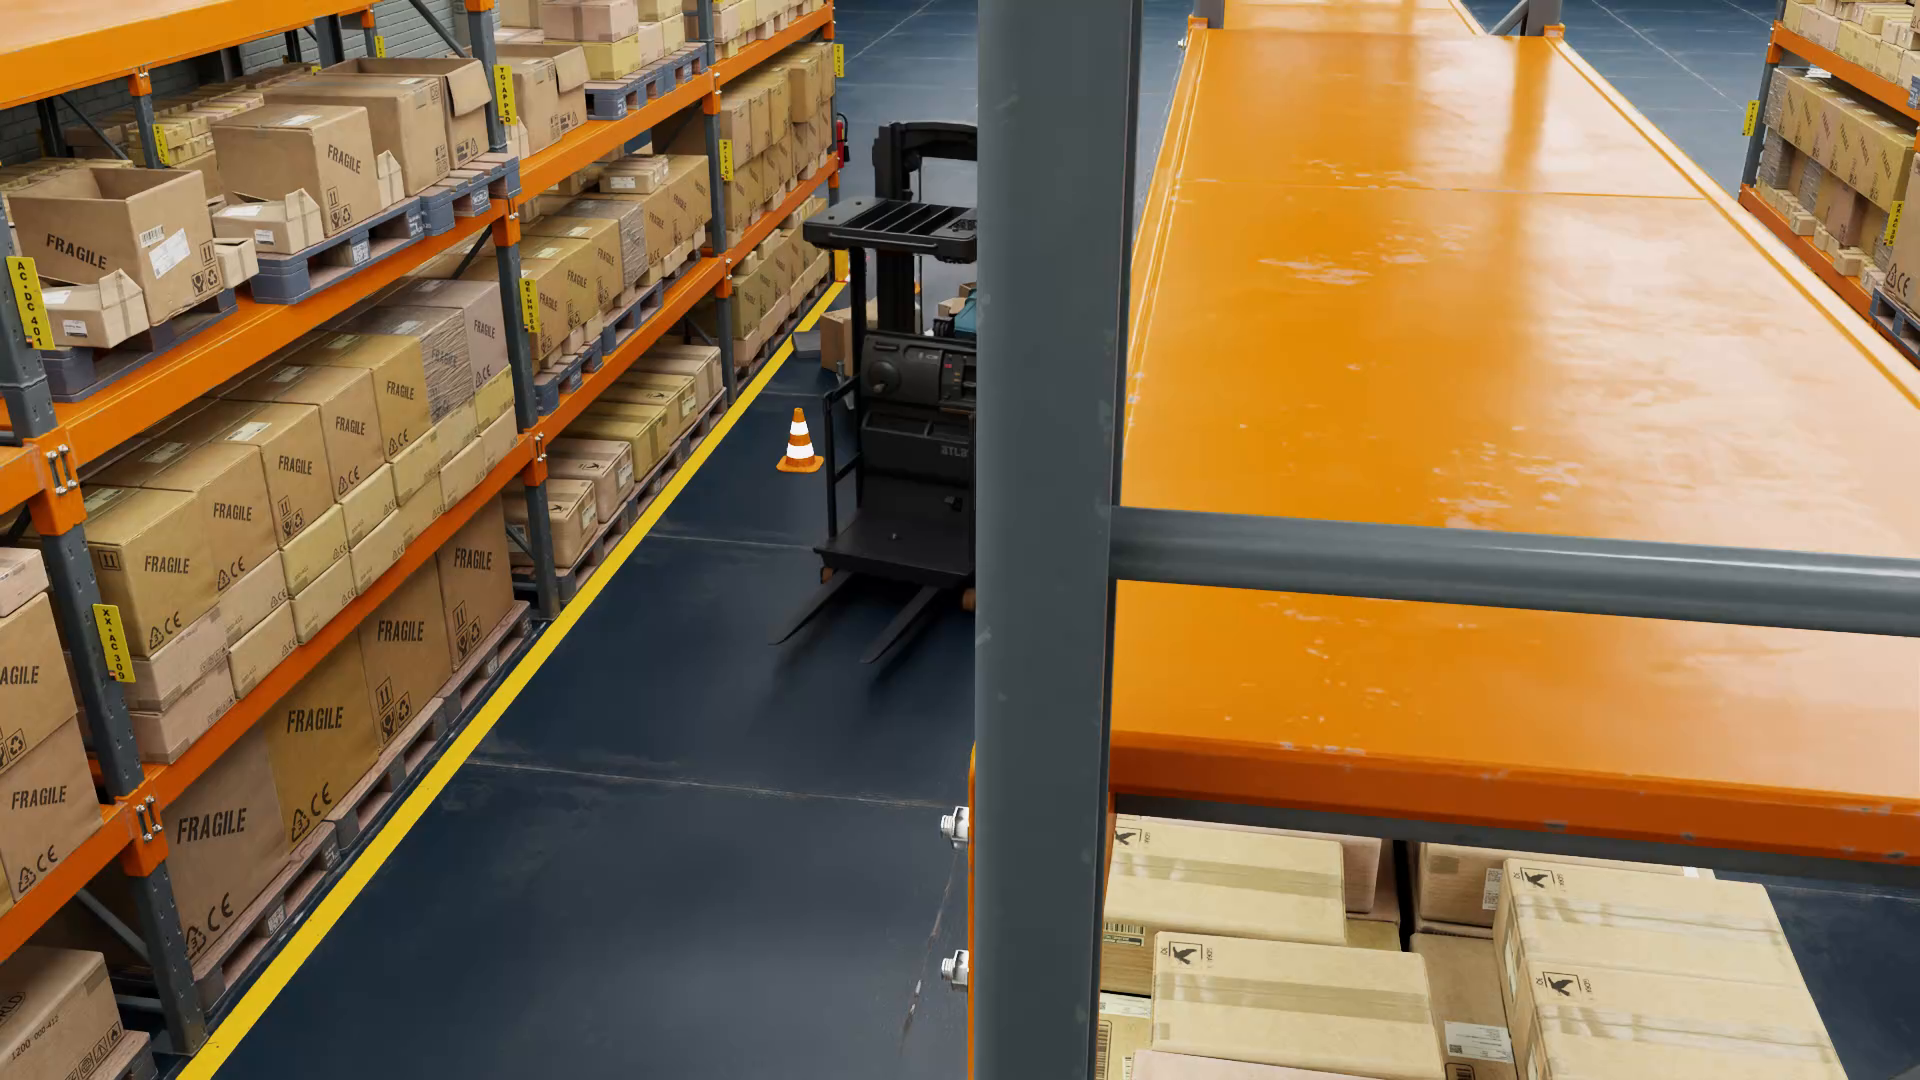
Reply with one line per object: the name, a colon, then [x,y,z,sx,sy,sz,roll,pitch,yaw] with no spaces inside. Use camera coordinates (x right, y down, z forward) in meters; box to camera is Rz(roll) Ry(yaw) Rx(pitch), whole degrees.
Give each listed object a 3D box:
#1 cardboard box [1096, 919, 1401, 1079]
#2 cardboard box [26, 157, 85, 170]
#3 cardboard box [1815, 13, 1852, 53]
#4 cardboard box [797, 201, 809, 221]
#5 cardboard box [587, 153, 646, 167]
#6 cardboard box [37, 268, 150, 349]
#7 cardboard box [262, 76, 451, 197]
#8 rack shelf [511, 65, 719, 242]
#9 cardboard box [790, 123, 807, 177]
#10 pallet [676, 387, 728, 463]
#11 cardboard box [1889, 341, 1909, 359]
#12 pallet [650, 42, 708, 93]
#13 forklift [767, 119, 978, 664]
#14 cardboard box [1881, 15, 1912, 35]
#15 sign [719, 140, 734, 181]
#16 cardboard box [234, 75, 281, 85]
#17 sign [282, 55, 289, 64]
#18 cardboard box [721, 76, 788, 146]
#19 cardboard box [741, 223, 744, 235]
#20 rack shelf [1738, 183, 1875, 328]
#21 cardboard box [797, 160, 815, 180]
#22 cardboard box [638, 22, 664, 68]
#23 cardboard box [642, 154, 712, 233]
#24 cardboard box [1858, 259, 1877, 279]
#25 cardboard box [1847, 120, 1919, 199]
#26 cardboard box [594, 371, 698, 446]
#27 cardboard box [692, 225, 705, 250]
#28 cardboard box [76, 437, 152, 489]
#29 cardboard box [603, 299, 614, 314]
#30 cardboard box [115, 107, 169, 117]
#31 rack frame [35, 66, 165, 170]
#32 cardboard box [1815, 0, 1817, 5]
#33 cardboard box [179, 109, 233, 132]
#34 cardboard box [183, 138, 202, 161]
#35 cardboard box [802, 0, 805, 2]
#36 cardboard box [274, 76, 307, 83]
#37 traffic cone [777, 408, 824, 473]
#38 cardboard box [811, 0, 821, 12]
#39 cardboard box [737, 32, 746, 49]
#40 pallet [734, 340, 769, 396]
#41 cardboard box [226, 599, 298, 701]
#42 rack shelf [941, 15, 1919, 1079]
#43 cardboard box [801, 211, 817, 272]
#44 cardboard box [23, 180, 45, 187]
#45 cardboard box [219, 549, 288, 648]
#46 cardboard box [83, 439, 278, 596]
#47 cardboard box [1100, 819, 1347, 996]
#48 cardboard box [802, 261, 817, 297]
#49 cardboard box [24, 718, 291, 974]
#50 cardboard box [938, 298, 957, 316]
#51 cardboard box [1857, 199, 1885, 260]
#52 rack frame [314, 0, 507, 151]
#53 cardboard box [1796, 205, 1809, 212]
cardboard box: [0.419,0.813,2.524,0.500,0.250,0.500,3,25,7]
cardboard box: [-7.593,-3.115,13.983,0.380,0.149,0.250,3,25,7]
cardboard box: [7.507,-4.236,13.899,0.500,0.250,0.500,4,25,8]
cardboard box: [-1.684,-3.200,16.147,0.380,0.149,0.250,4,25,9]
cardboard box: [-2.786,-2.759,13.142,0.500,0.500,0.500,5,25,10]
cardboard box: [-3.307,-0.892,6.243,0.396,0.266,0.258,4,25,8]
cardboard box: [-3.054,-2.059,8.459,0.700,0.500,0.500,3,25,6]
rack shelf: [-2.753,-2.762,11.422,1.077,0.370,4.000,4,25,9]
cardboard box: [-1.761,-3.754,15.763,0.500,0.500,0.500,4,25,8]
pallet: [-2.552,-0.977,13.587,1.003,0.211,1.213,4,25,9]
cardboard box: [7.542,-1.341,13.531,0.500,0.500,0.500,13,28,25]
pallet: [-2.632,-3.588,12.560,1.213,0.211,1.003,4,25,9]
forklift: [-0.281,-1.055,10.546,1.130,2.935,3.031,10,27,20]
cardboard box: [7.343,-3.942,12.802,0.380,0.149,0.250,5,26,10]
sign: [-1.878,-3.053,13.368,0.100,0.325,0.005,4,25,9]
cardboard box: [-7.096,-4.608,16.822,0.380,0.149,0.250,4,25,9]
sign: [-7.217,-5.049,17.885,0.100,0.325,0.005,4,25,9]
cardboard box: [-1.927,-3.787,14.655,0.700,0.500,0.500,3,25,7]
cardboard box: [-2.068,-2.670,14.213,0.380,0.149,0.250,5,26,10]
rack shelf: [7.677,-2.389,14.165,1.077,0.370,4.000,4,25,9]
cardboard box: [-1.630,-3.624,16.250,0.380,0.149,0.250,4,25,9]
cardboard box: [-2.466,-3.580,12.004,0.500,0.250,0.500,4,25,9]
cardboard box: [-2.275,-2.726,13.072,0.500,0.500,0.500,4,25,8]
cardboard box: [7.246,-2.079,12.951,0.380,0.149,0.250,4,25,9]
cardboard box: [7.233,-2.928,12.819,0.500,0.500,0.500,4,25,9]
cardboard box: [-2.624,-1.045,13.048,0.950,0.372,0.625,6,26,12]
cardboard box: [-2.238,-2.407,13.156,0.380,0.149,0.250,4,25,9]
cardboard box: [-3.831,-0.139,7.211,0.500,0.500,0.500,5,25,10]
cardboard box: [-2.638,-1.660,11.558,0.380,0.149,0.250,5,26,11]
cardboard box: [-7.479,-3.859,15.221,0.380,0.149,0.250,4,25,7]
rack frame: [-7.324,-2.908,14.423,1.000,3.000,0.127,4,25,9]
cardboard box: [7.674,-4.708,14.438,0.380,0.149,0.250,4,25,8]
cardboard box: [-6.849,-3.818,15.134,0.380,0.149,0.250,5,25,10]
cardboard box: [-6.971,-3.470,14.742,0.380,0.149,0.250,5,25,10]
cardboard box: [-1.687,-5.221,15.654,0.500,0.250,0.500,4,25,8]
cardboard box: [-6.660,-4.574,16.750,0.380,0.149,0.250,4,25,9]
traffic cone: [-1.248,-0.801,12.915,0.336,0.463,0.334,4,25,9]
cardboard box: [-1.563,-5.208,16.096,0.380,0.149,0.250,4,25,9]
cardboard box: [-2.024,-4.242,14.033,0.380,0.149,0.250,5,26,10]
pallet: [-2.351,-1.586,14.889,1.003,0.211,1.213,4,25,9]
cardboard box: [-3.318,0.466,7.392,0.500,0.250,0.500,3,25,7]
rack shelf: [0.840,-0.472,2.996,1.077,0.370,4.000,4,25,9]
cardboard box: [-1.728,-2.951,16.380,0.500,0.500,0.500,5,26,10]
cardboard box: [-7.189,-2.761,13.228,0.380,0.149,0.250,3,25,7]
cardboard box: [-3.326,0.238,7.291,0.500,0.250,0.500,4,25,9]
cardboard box: [-3.322,-0.096,7.120,0.500,0.500,0.500,4,25,8]
cardboard box: [0.392,0.576,2.561,0.380,0.149,0.250,4,25,9]
cardboard box: [-1.732,-2.610,16.536,0.500,0.250,0.500,4,25,9]
cardboard box: [-3.711,1.288,7.471,0.875,0.875,0.875,5,26,10]
cardboard box: [0.006,-2.259,16.401,0.380,0.149,0.250,19,31,35]
cardboard box: [7.602,-2.449,12.975,0.875,0.500,0.500,4,25,9]
rack frame: [-3.080,-3.609,8.846,1.000,3.000,0.127,4,25,9]
cardboard box: [7.525,-2.812,14.515,0.380,0.149,0.250,4,25,9]
